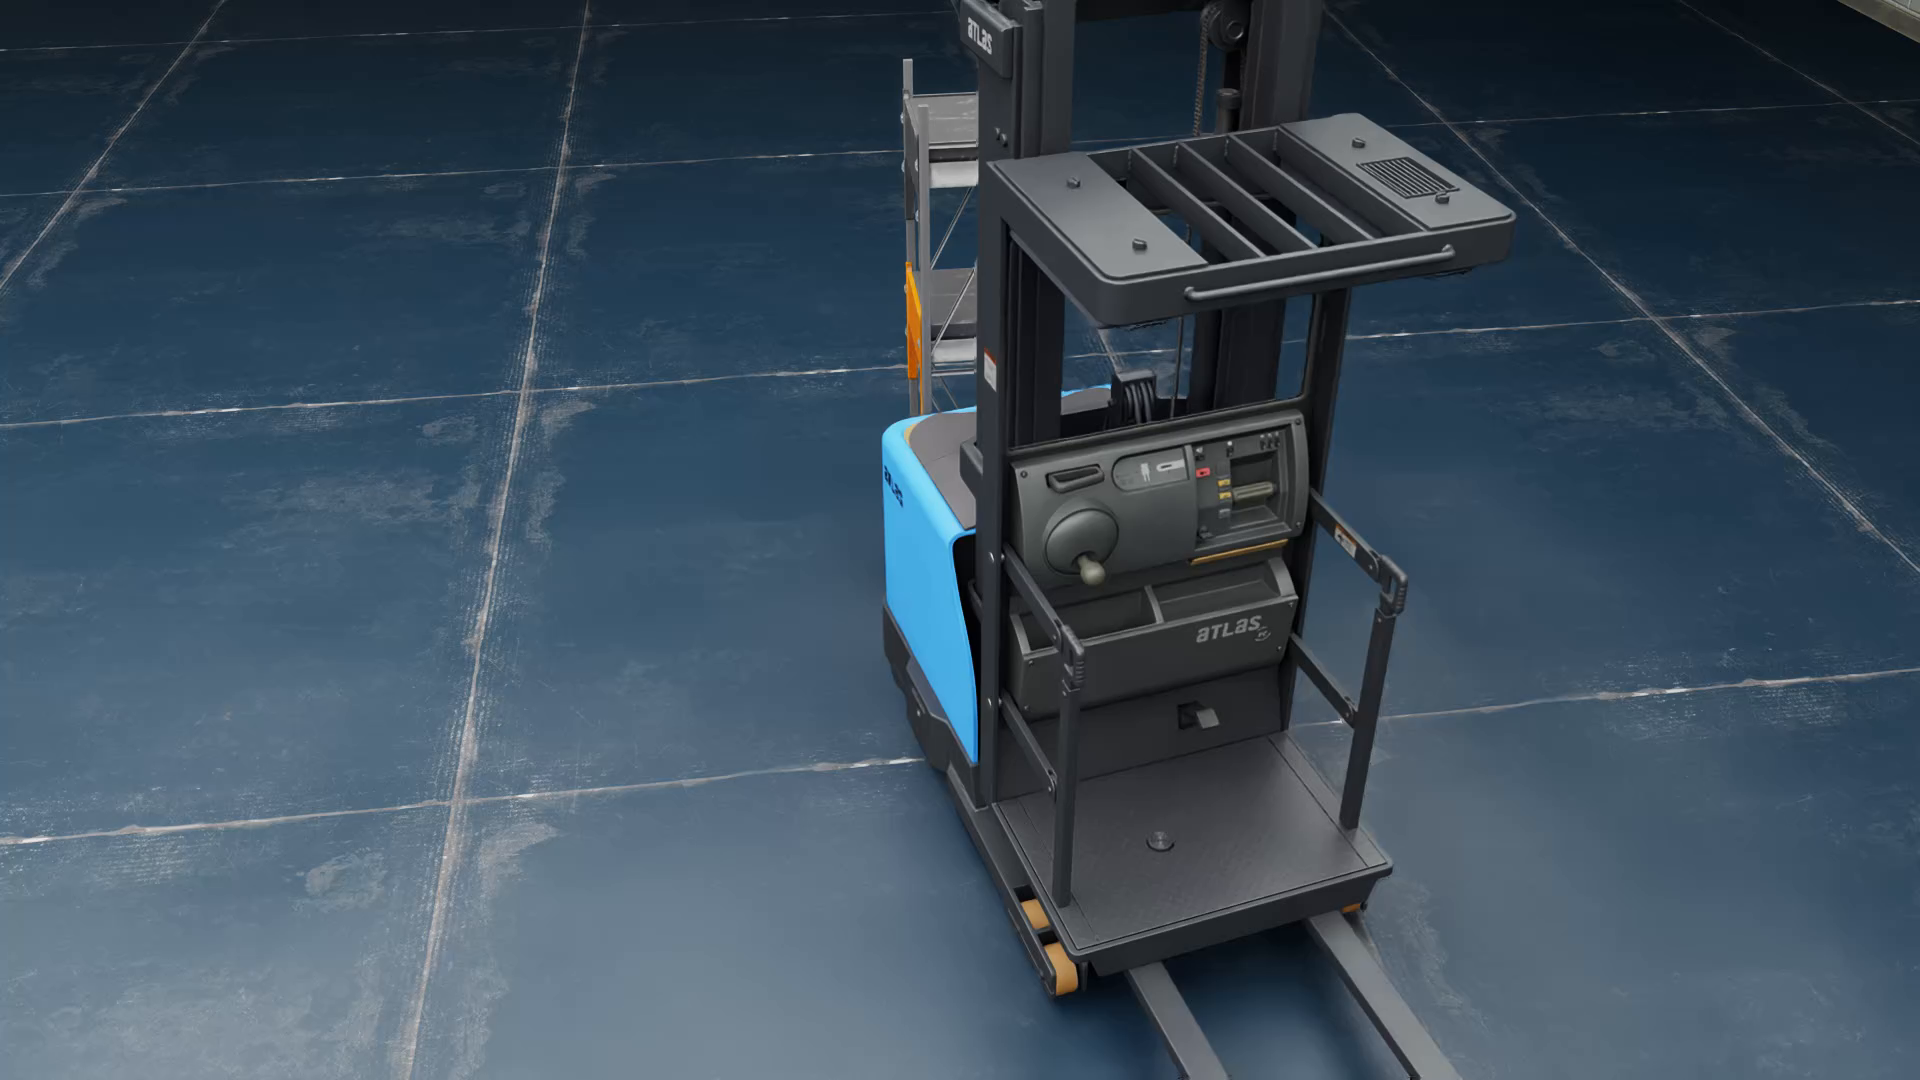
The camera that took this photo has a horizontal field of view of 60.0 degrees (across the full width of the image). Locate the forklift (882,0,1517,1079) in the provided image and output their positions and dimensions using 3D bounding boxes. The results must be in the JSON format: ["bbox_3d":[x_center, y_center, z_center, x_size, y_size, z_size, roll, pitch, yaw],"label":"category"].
[{"bbox_3d":[0.678,-0.059,4.734,1.130,2.935,3.031,-11,36,-16],"label":"forklift"}]

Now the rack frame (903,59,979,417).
[{"bbox_3d":[-0.011,-0.911,6.723,0.400,2.100,0.015,-4,35,-6],"label":"rack frame"}]

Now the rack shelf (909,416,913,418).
[{"bbox_3d":[0.022,-0.186,6.925,0.431,0.518,0.480,-4,35,-6],"label":"rack shelf"}]

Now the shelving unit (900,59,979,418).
[{"bbox_3d":[0.022,-0.775,6.523,0.431,2.100,0.503,-4,35,-6],"label":"shelving unit"}]

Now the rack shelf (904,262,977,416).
[{"bbox_3d":[0.022,-0.764,6.531,0.431,0.518,0.480,-4,35,-6],"label":"rack shelf"}]

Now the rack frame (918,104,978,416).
[{"bbox_3d":[0.055,-0.639,6.323,0.400,2.100,0.015,-4,35,-6],"label":"rack frame"}]

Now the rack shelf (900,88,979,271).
[{"bbox_3d":[0.022,-1.342,6.137,0.431,0.518,0.480,-4,35,-6],"label":"rack shelf"}]
